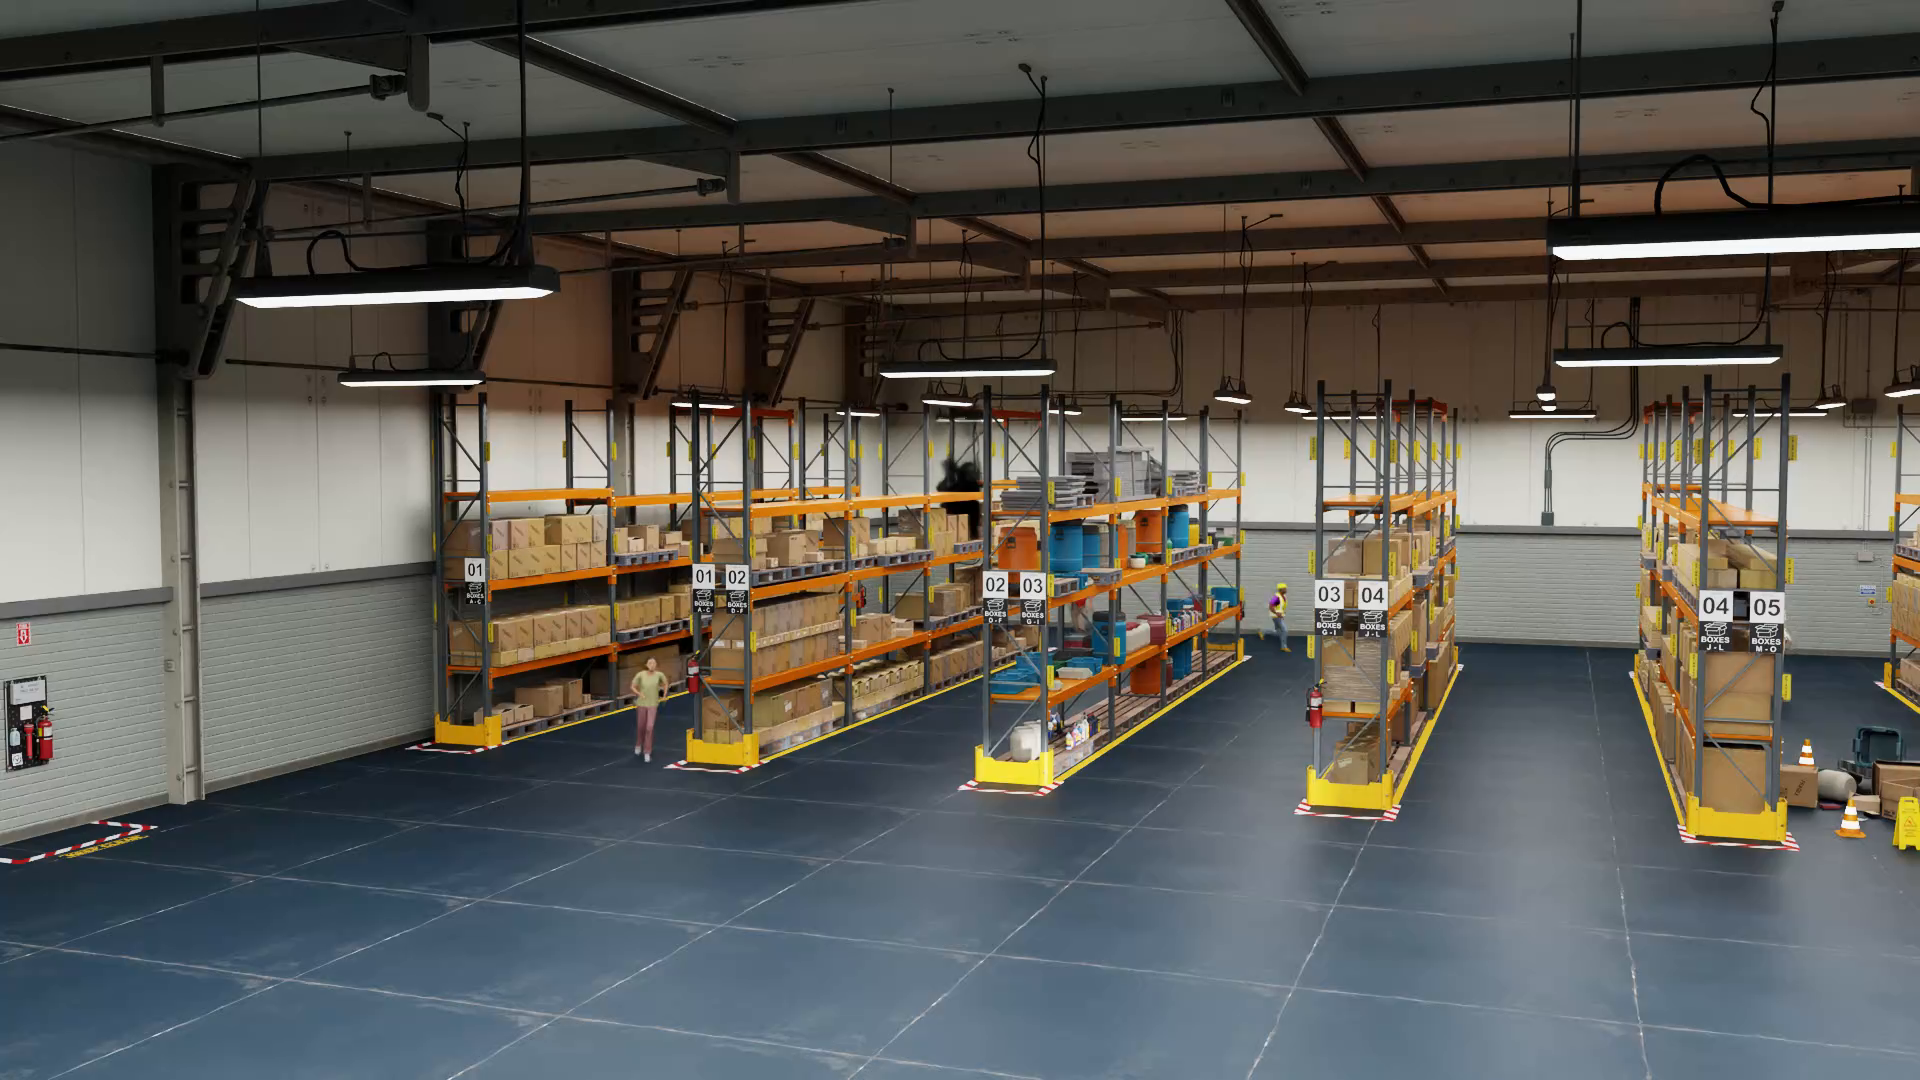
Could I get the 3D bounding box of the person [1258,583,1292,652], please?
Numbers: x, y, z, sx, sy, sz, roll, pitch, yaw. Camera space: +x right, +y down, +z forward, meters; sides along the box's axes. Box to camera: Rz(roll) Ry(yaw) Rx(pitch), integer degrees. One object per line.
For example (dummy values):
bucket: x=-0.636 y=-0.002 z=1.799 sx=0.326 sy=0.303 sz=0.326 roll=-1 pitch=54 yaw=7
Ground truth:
person: x=7.918 y=1.940 z=41.805 sx=0.888 sy=1.745 sz=0.710 roll=2 pitch=3 yaw=27

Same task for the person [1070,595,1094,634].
person: x=2.809 y=1.784 z=39.722 sx=0.639 sy=1.862 sz=0.790 roll=1 pitch=3 yaw=22

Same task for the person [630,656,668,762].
person: x=-5.055 y=2.714 z=27.068 sx=0.612 sy=1.678 sz=0.878 roll=-1 pitch=3 yaw=-10
